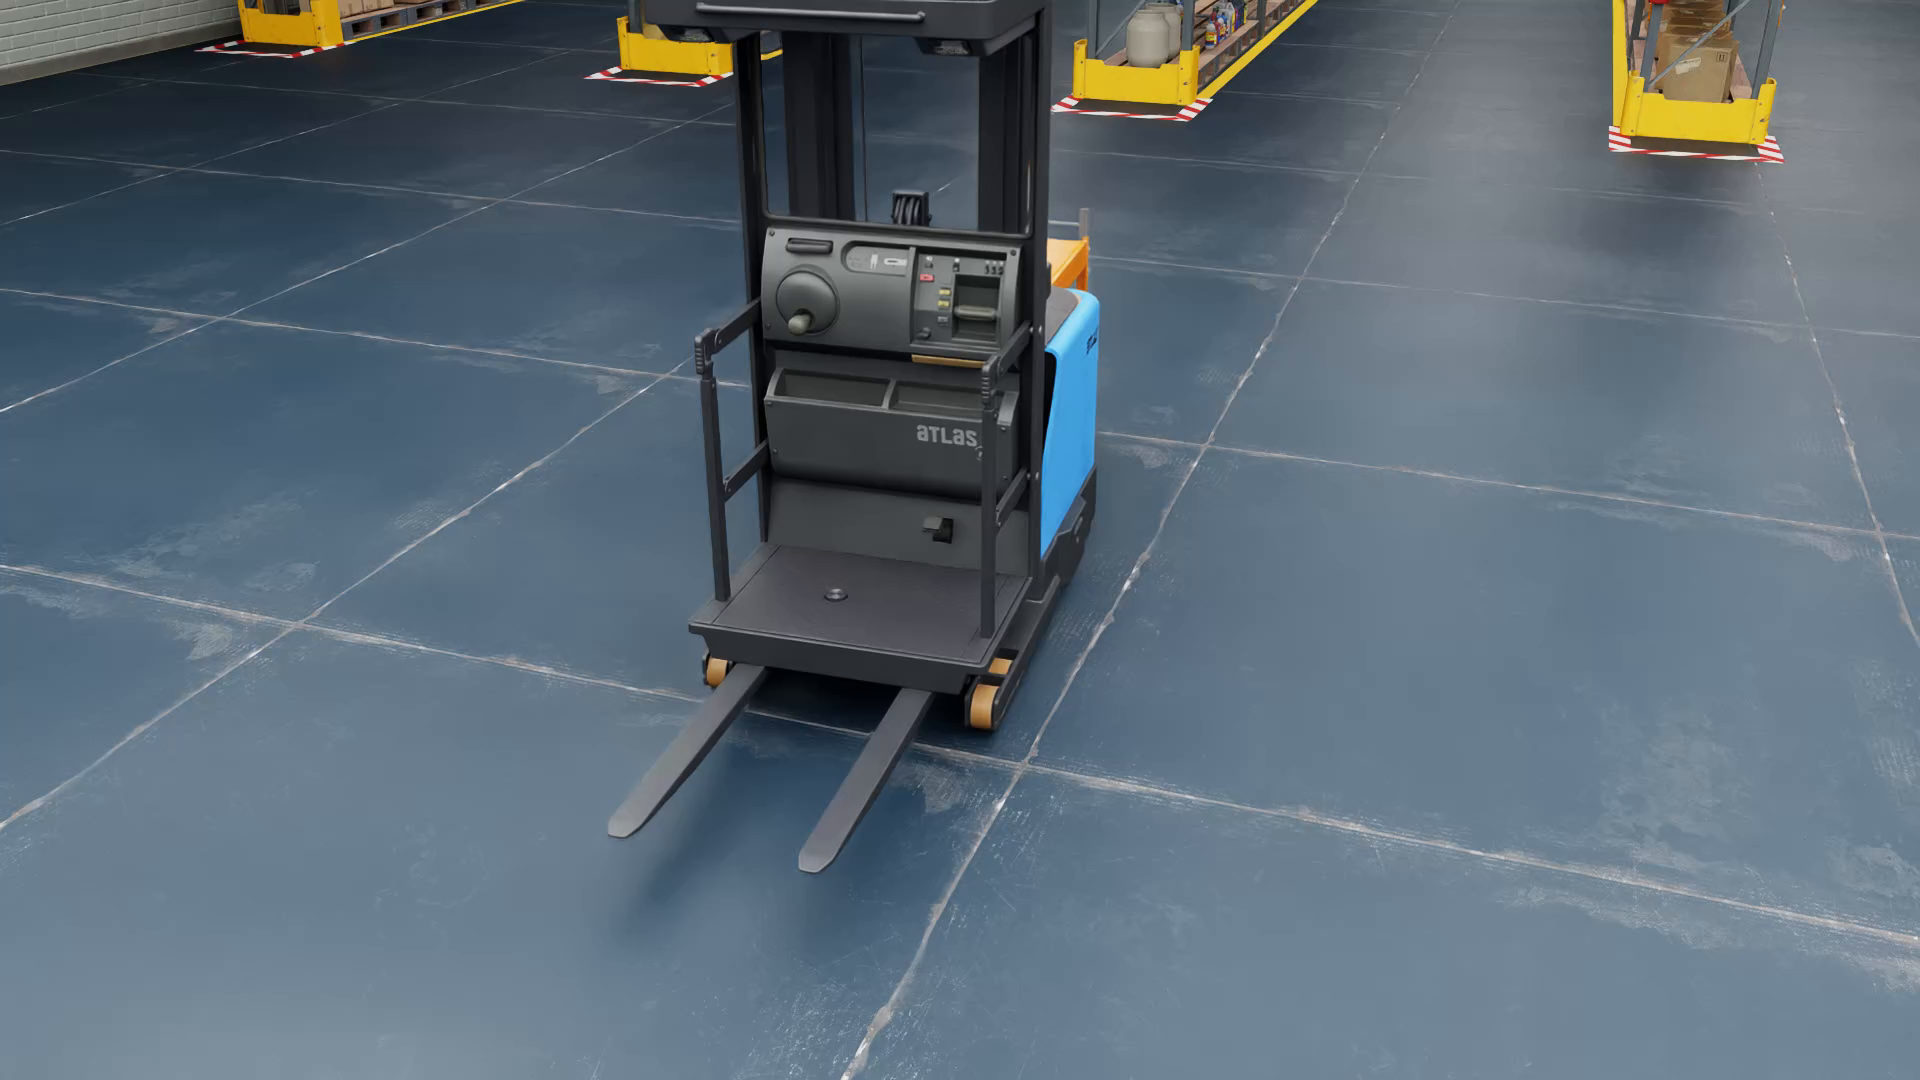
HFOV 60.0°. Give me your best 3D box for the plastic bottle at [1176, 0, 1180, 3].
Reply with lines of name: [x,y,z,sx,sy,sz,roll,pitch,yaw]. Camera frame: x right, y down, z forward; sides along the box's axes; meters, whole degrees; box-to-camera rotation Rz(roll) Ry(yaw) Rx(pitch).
plastic bottle: [2.432,-5.990,18.799,0.152,0.276,0.135,10,27,19]

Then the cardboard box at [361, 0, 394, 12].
cardboard box: [-7.136,-6.508,19.830,0.500,0.311,0.500,11,28,22]

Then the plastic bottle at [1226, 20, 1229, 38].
plastic bottle: [2.848,-5.524,17.922,0.097,0.201,0.097,0,26,0]

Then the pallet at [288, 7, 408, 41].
pallet: [-7.311,-6.120,19.647,1.003,0.211,1.213,9,27,17]

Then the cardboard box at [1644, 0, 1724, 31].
cardboard box: [7.928,-5.826,18.204,0.700,0.500,0.500,7,27,13]

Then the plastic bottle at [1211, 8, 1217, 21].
plastic bottle: [2.761,-5.628,18.044,0.061,0.283,0.133,9,27,17]

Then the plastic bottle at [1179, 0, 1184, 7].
plastic bottle: [2.509,-5.935,18.601,0.144,0.351,0.185,9,27,17]

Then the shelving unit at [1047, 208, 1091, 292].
shelving unit: [0.233,-0.888,7.794,0.538,1.125,1.048,7,27,15]

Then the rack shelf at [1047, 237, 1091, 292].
rack shelf: [0.233,-1.152,7.666,0.538,0.278,1.000,7,27,15]

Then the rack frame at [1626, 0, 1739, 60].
rack frame: [7.704,-6.503,17.240,1.000,3.000,0.127,9,27,17]

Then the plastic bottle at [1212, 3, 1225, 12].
plastic bottle: [2.879,-5.820,18.448,0.152,0.276,0.135,9,27,17]

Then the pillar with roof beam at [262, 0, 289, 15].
pillar with roof beam: [-4.164,-9.504,16.552,9.100,9.000,0.400,9,27,17]

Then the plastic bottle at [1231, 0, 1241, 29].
plastic bottle: [3.027,-5.842,18.409,0.144,0.351,0.185,7,27,15]

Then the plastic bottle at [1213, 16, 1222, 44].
plastic bottle: [2.713,-5.389,17.564,0.097,0.271,0.097,0,26,0]

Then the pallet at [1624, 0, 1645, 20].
pallet: [8.773,-6.571,20.580,1.003,0.211,1.213,9,27,17]

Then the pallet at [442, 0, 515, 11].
pallet: [-6.499,-7.122,21.718,1.003,0.211,1.213,9,27,17]

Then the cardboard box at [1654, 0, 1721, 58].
cardboard box: [7.349,-5.172,16.877,0.500,0.500,0.500,19,32,34]

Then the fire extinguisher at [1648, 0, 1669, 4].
fire extinguisher: [5.900,-4.845,13.903,0.296,0.674,0.183,9,27,17]

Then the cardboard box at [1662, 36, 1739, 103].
cardboard box: [6.596,-4.178,14.823,0.500,0.500,0.500,14,29,27]

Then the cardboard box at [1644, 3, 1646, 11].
cardboard box: [8.476,-6.478,19.551,0.700,0.500,0.500,11,28,22]

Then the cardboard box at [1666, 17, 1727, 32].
cardboard box: [6.989,-4.683,15.866,0.500,0.500,0.500,11,28,22]

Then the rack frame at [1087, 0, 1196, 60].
rack frame: [1.702,-5.578,15.328,1.000,3.000,0.127,9,27,17]

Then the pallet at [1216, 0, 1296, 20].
pallet: [3.662,-6.798,21.048,1.003,0.211,1.213,9,27,17]

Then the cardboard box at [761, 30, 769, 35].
cardboard box: [-2.417,-5.643,18.137,0.500,0.250,0.500,9,27,17]

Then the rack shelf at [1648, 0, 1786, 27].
rack shelf: [7.038,-5.358,15.699,1.077,0.370,4.000,9,27,17]

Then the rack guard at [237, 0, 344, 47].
rack guard: [-7.615,-5.921,18.905,1.175,0.500,0.348,9,27,17]

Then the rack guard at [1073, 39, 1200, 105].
rack guard: [1.683,-4.491,15.952,1.175,0.500,0.348,9,27,17]

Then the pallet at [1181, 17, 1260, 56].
pallet: [2.770,-5.697,18.774,1.003,0.211,1.213,9,27,17]

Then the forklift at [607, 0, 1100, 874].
forklift: [-0.306,-0.837,5.616,1.130,2.935,3.031,7,27,15]

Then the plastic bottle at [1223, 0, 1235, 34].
plastic bottle: [2.919,-5.709,18.135,0.144,0.351,0.185,9,27,17]

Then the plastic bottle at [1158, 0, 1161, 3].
plastic bottle: [2.169,-5.704,18.123,0.144,0.351,0.185,9,27,17]

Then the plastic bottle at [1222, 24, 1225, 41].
plastic bottle: [2.779,-5.439,17.748,0.097,0.201,0.097,0,26,0]

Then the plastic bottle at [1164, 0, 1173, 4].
plastic bottle: [2.310,-5.878,18.484,0.144,0.351,0.185,8,27,15]

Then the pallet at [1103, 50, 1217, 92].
pallet: [1.958,-4.694,16.703,1.003,0.211,1.213,9,27,17]

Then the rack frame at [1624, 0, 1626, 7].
rack frame: [9.035,-8.147,20.635,1.000,3.000,0.127,9,27,17]

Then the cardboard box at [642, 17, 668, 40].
cardboard box: [-3.068,-5.512,17.867,0.500,0.250,0.500,9,27,17]

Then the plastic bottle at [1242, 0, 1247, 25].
plastic bottle: [3.184,-5.952,18.712,0.061,0.283,0.133,10,28,20]

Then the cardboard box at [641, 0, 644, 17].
cardboard box: [-3.070,-5.850,17.704,0.500,0.500,0.500,9,27,17]

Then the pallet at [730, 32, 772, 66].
pallet: [-2.753,-5.363,18.084,1.003,0.211,1.213,9,27,17]

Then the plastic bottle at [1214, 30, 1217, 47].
plastic bottle: [2.634,-5.259,17.376,0.097,0.201,0.097,0,26,0]

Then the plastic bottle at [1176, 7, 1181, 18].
plastic bottle: [2.317,-5.659,18.116,0.152,0.276,0.135,9,27,17]

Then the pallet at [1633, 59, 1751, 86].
pallet: [7.109,-4.464,16.228,1.003,0.211,1.213,9,27,17]

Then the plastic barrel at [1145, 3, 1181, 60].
plastic barrel: [2.016,-5.135,16.786,0.421,0.512,0.421,0,26,0]
